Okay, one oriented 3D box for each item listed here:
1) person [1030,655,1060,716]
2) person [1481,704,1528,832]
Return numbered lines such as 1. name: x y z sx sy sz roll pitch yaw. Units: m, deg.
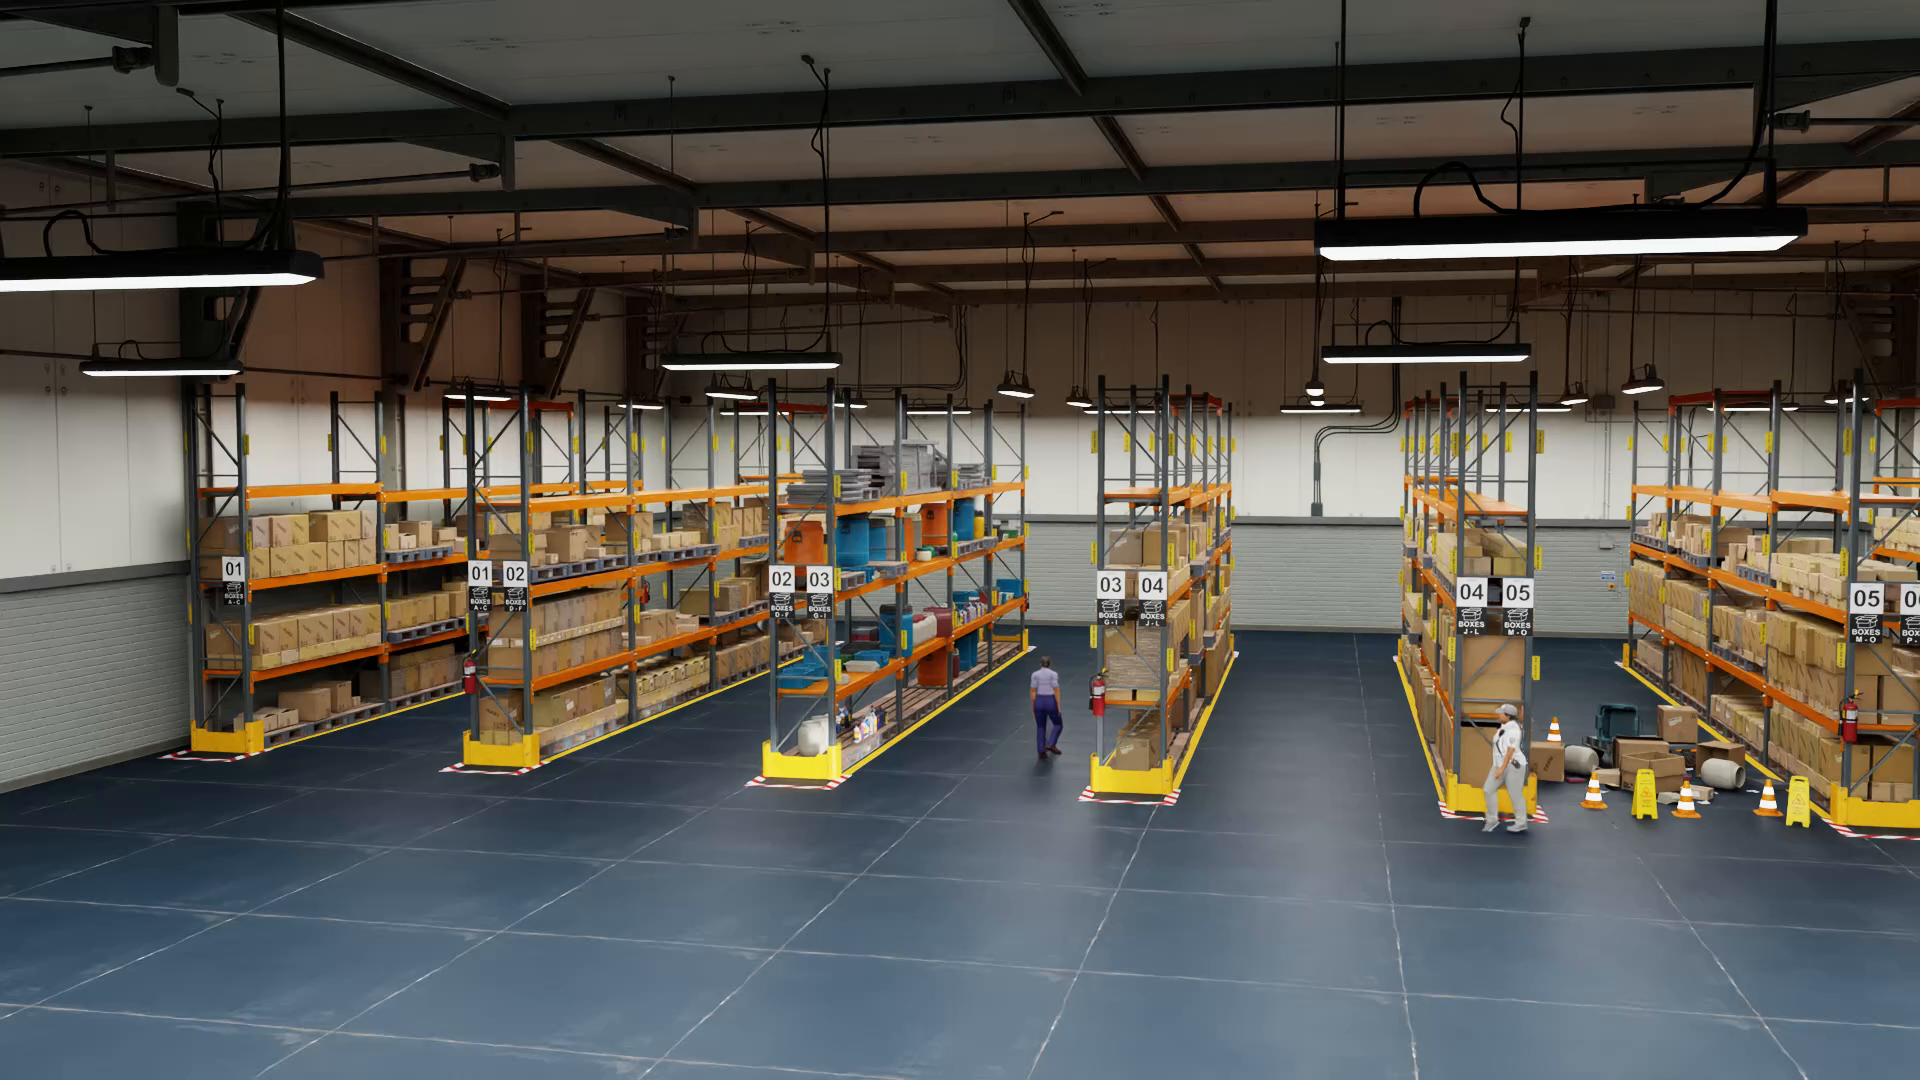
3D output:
1. person: 1.388 2.335 26.590 0.511 0.968 0.284 1 3 19
2. person: 7.053 2.977 21.427 0.569 1.738 0.452 -1 3 -14
